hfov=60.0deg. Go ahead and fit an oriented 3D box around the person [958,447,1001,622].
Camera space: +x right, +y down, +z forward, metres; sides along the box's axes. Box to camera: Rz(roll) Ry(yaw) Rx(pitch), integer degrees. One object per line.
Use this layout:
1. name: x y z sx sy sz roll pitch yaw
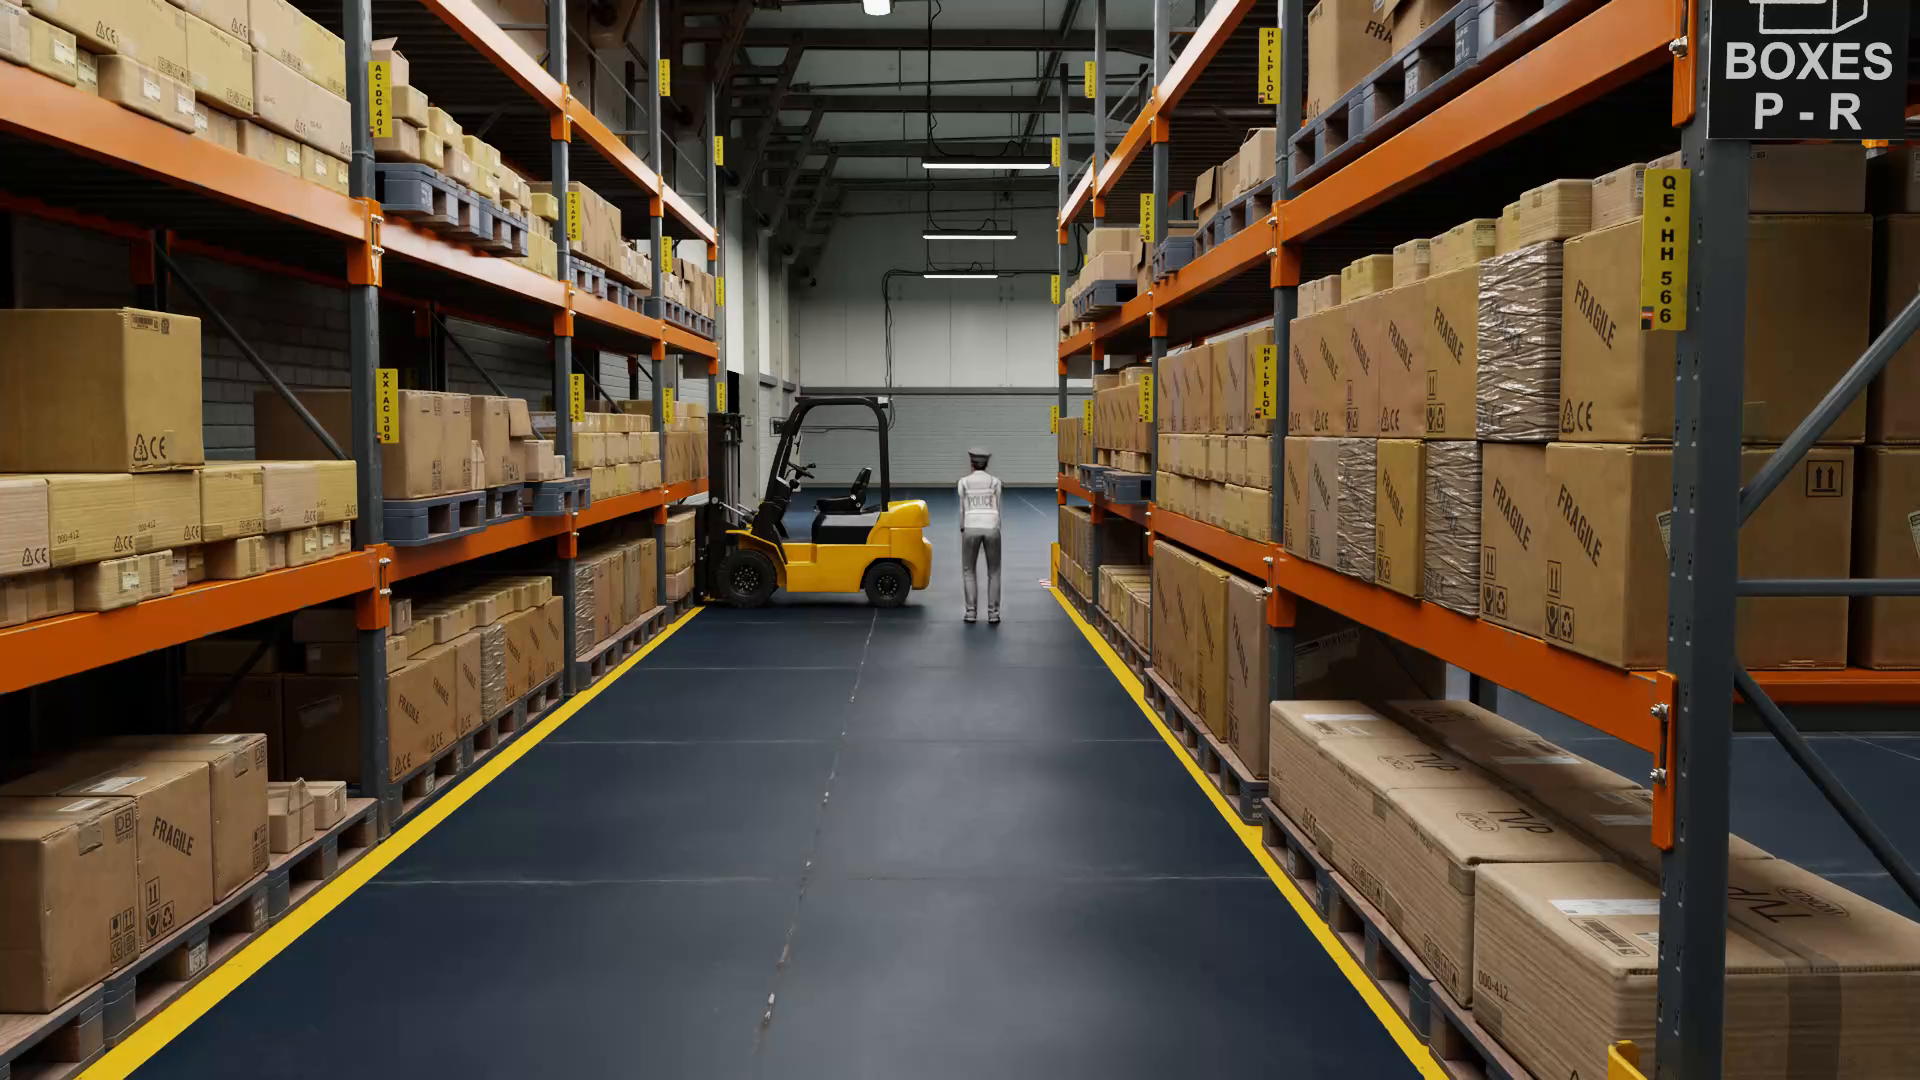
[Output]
1. person: 0.186 -0.051 15.819 0.416 1.663 0.543 0 4 -2
